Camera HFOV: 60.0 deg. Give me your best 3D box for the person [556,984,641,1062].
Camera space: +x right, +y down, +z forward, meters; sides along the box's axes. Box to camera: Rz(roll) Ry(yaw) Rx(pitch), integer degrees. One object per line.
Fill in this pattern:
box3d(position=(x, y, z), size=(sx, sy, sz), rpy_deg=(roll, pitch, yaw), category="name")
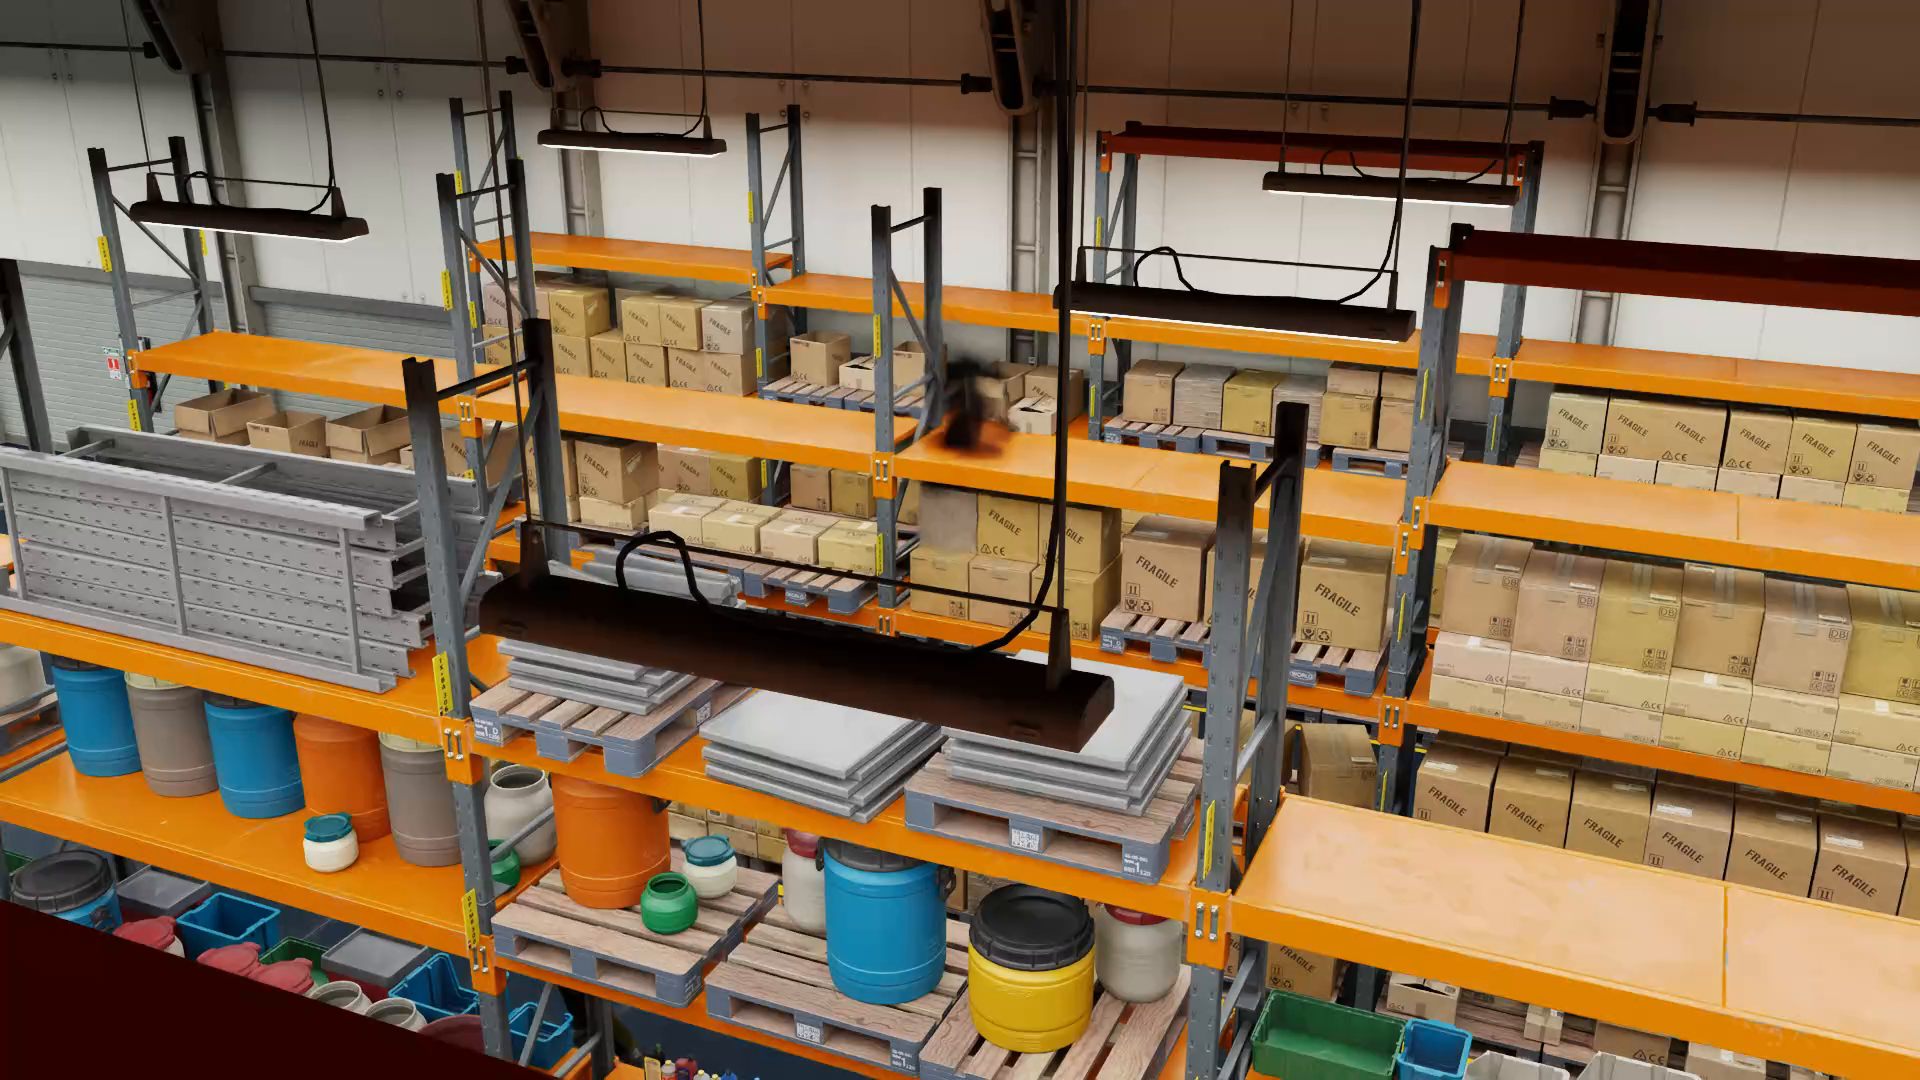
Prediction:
box3d(position=(-2.738, 3.030, 12.101), size=(0.823, 1.846, 0.675), rpy_deg=(5, 21, 12), category="person")
